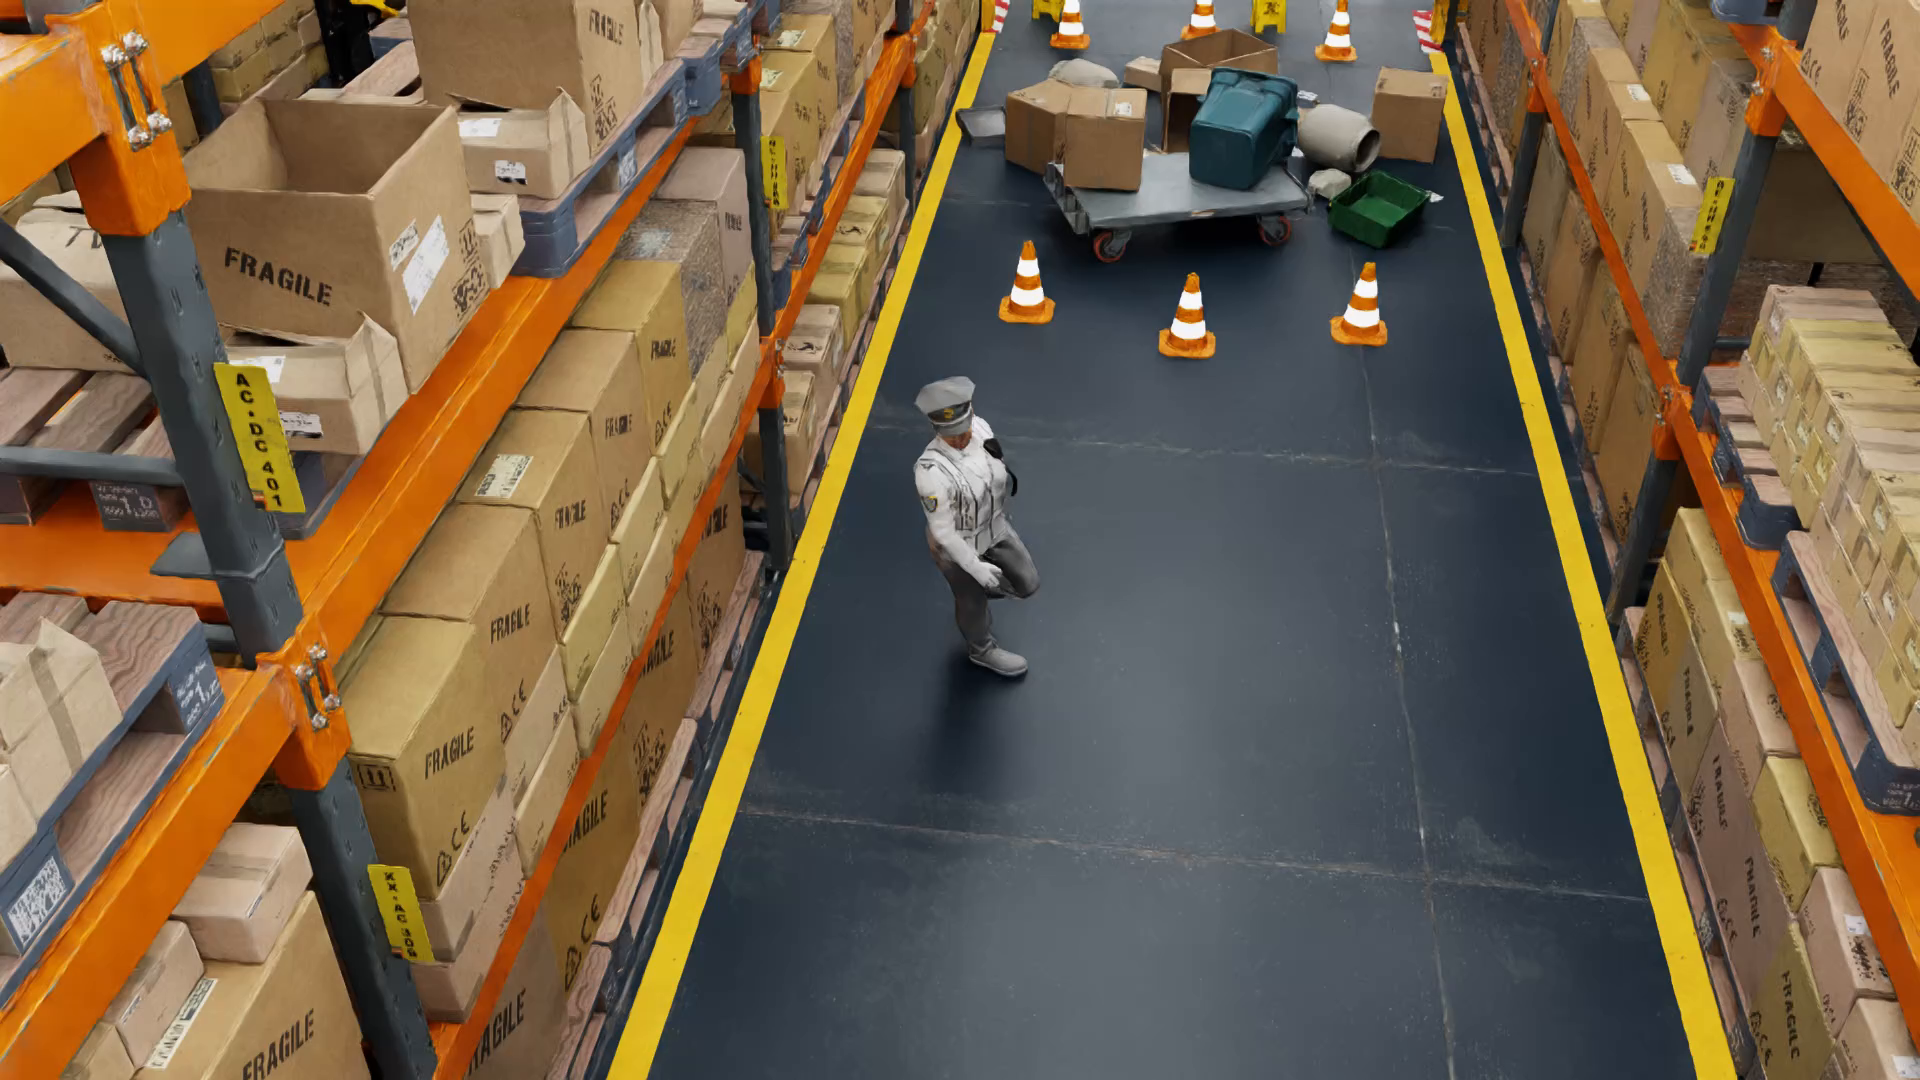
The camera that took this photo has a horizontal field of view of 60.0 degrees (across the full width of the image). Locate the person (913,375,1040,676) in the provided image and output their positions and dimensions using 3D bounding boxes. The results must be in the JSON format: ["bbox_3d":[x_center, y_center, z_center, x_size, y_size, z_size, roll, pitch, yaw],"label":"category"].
[{"bbox_3d":[0.034,-0.032,7.076,0.488,1.625,0.625,26,44,31],"label":"person"}]
